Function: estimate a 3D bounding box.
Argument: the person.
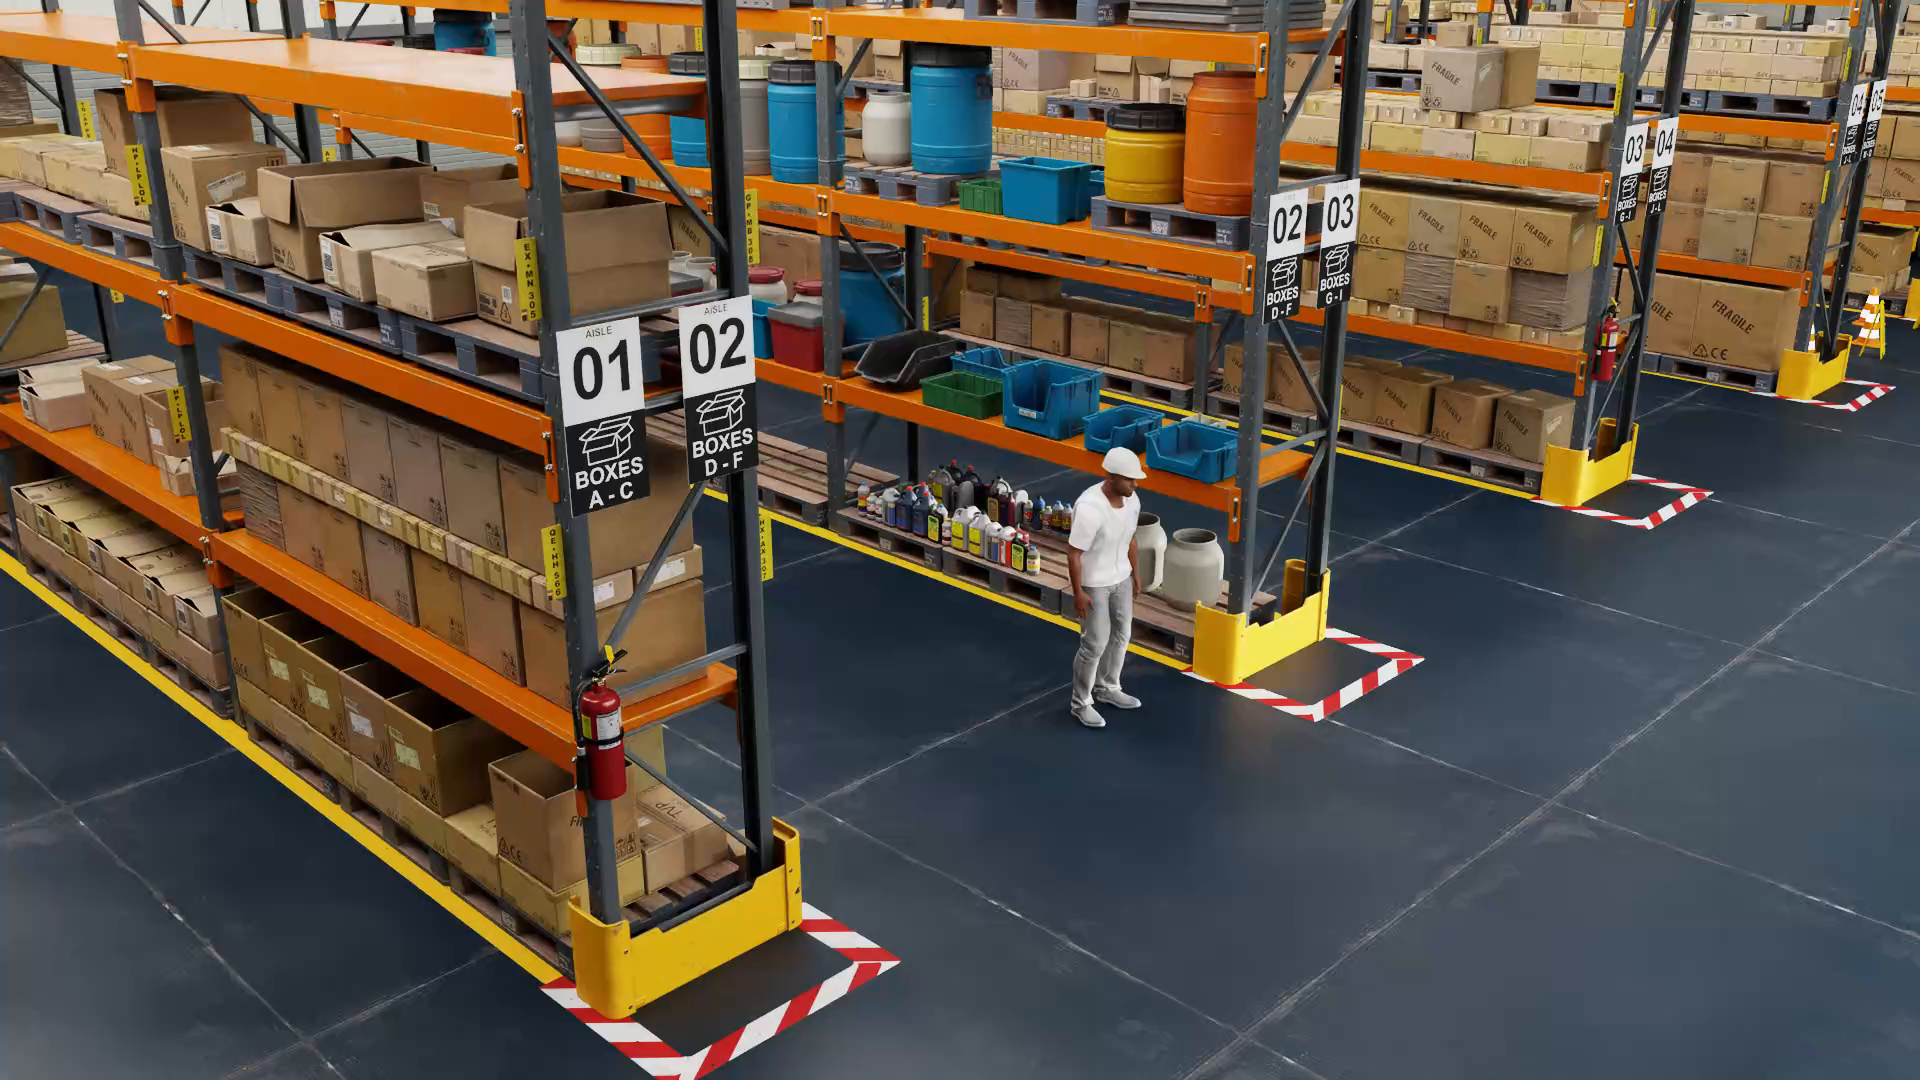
[{"bbox_3d":[0.916,0.263,10.348,0.460,1.760,0.625,18,27,40],"label":"person"}]
